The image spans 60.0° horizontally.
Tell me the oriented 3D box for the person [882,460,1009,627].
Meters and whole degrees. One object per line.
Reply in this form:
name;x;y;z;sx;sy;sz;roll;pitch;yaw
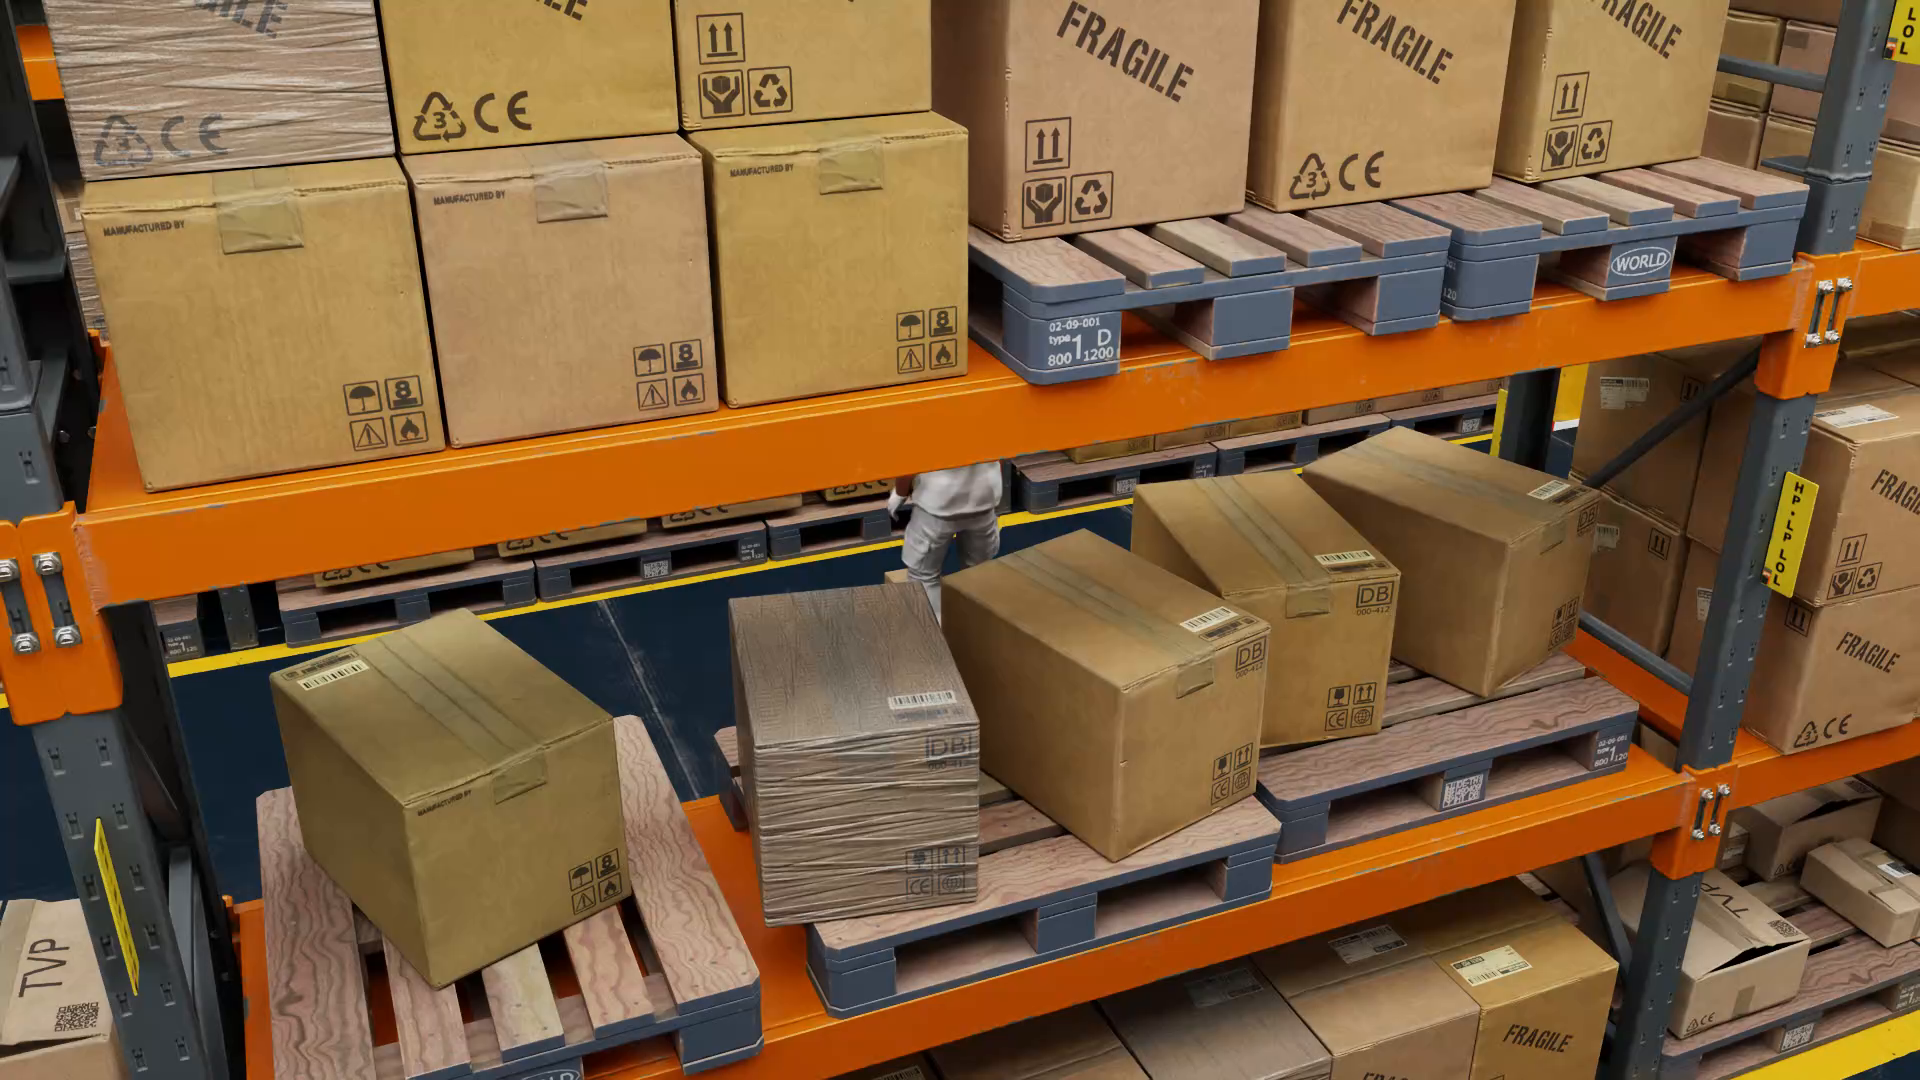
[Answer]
person;-0.069;-0.134;7.552;0.568;1.627;0.602;-10;27;-20
